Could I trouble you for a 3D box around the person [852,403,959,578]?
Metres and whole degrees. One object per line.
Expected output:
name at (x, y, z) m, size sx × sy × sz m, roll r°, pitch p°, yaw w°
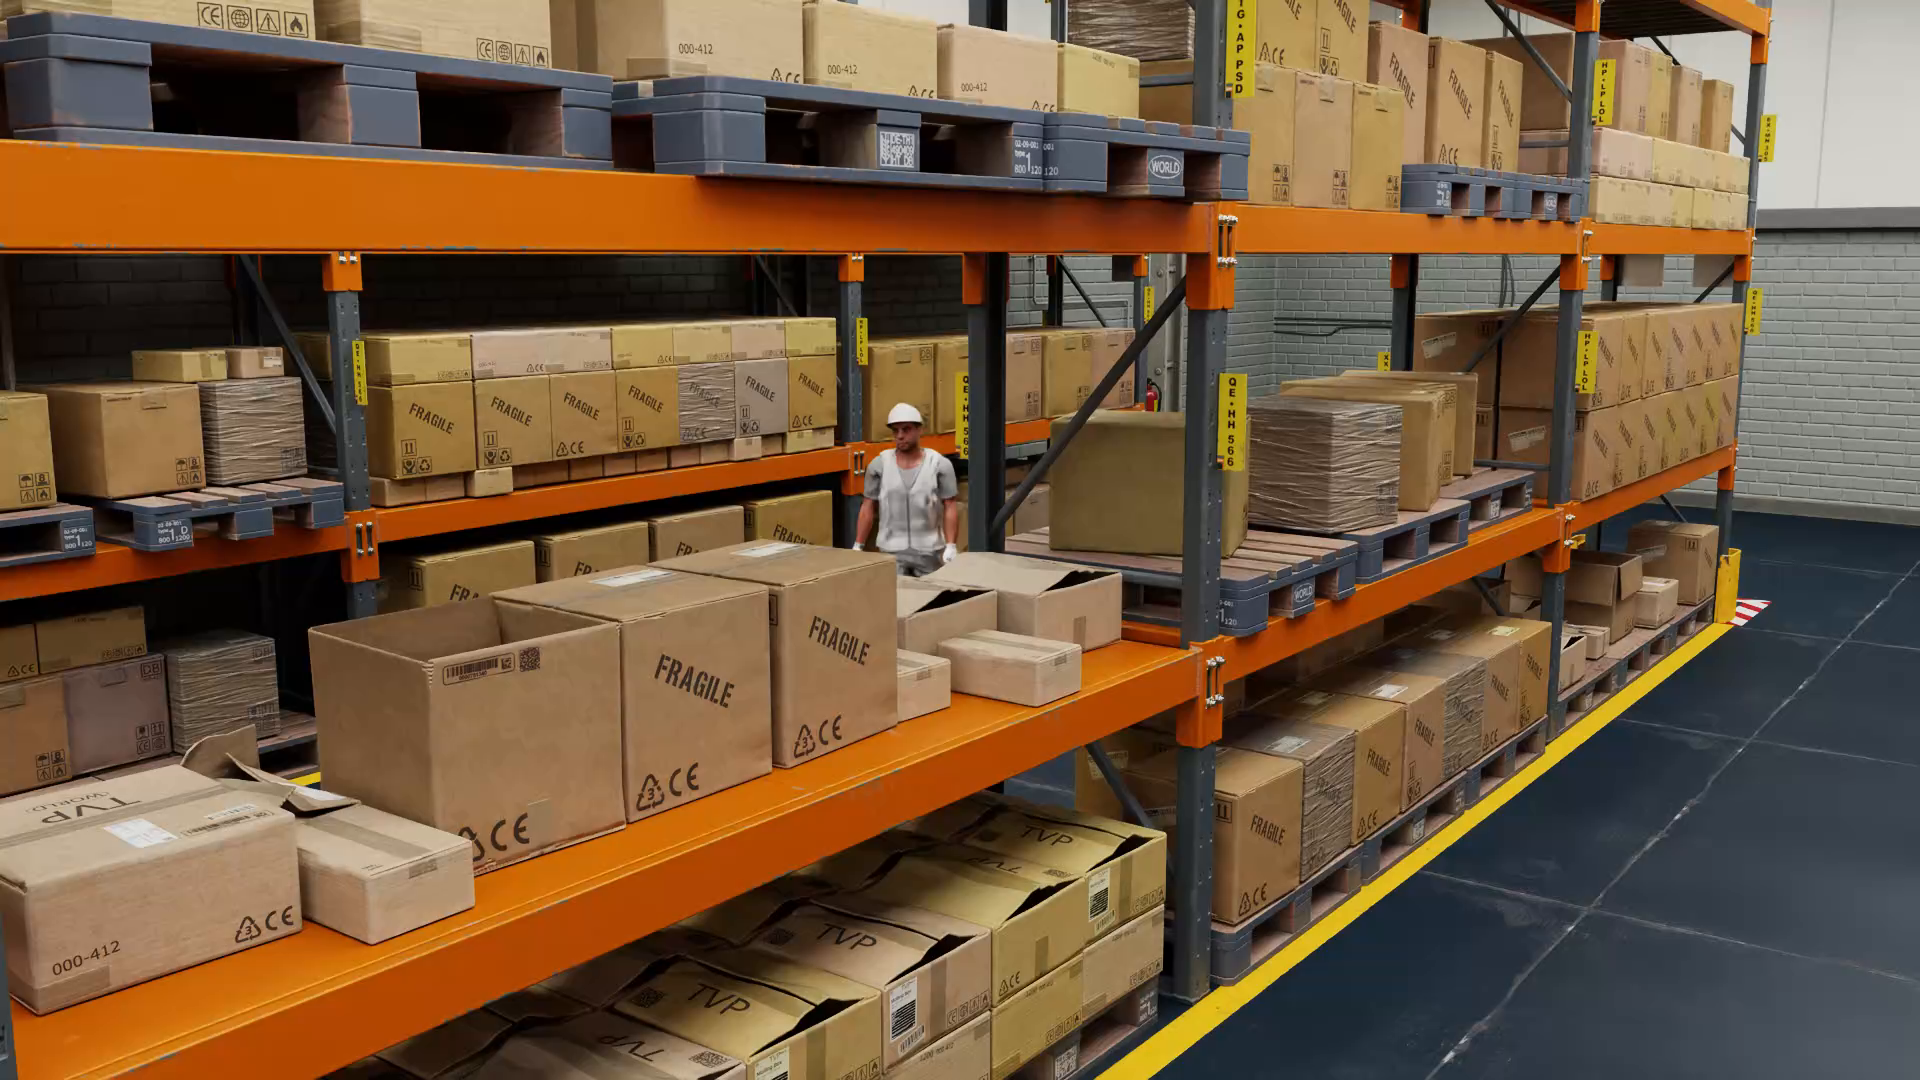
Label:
person at (-0.340, 0.083, 9.842) m, size 0.680 × 1.790 × 0.636 m, roll 0°, pitch 10°, yaw -1°
